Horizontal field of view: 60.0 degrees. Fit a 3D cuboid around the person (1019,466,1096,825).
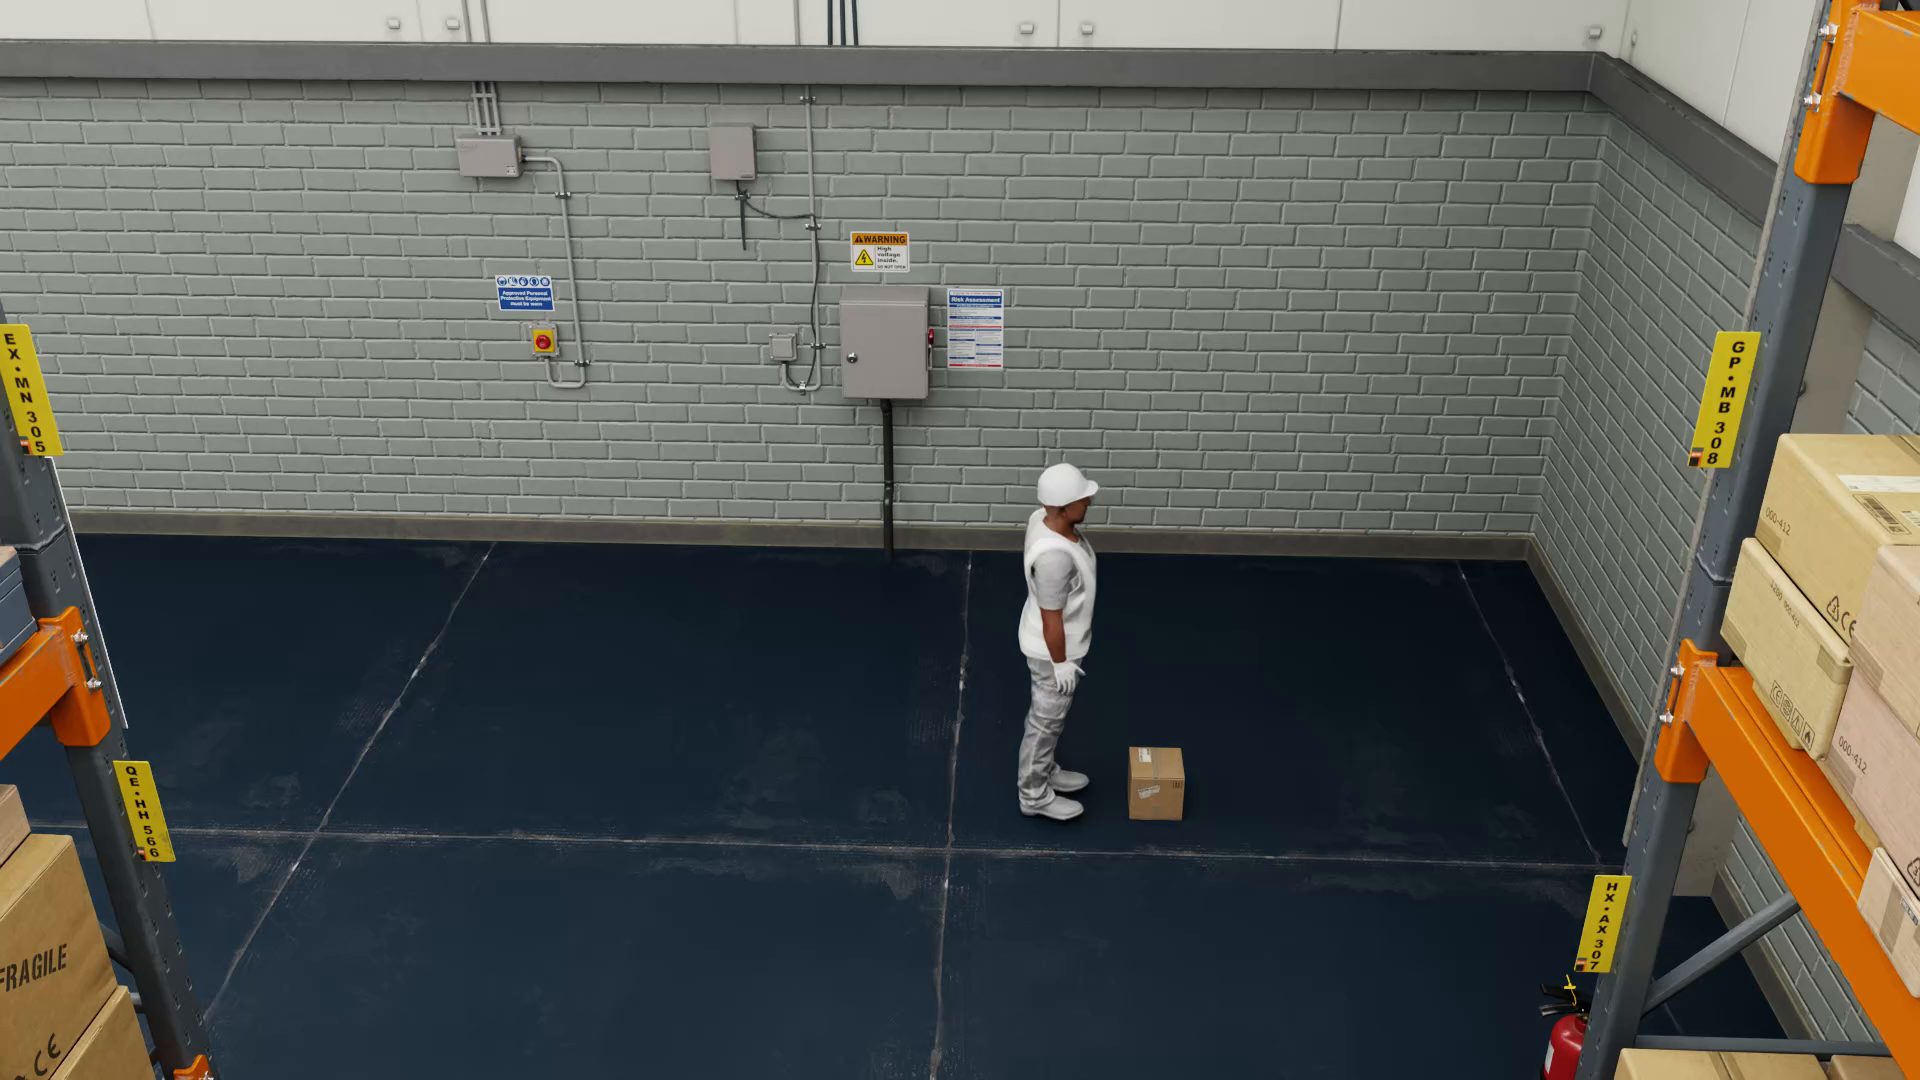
[{"bbox_3d":[0.445,0.477,7.679,0.344,1.786,0.547,1,28,3],"label":"person"}]
